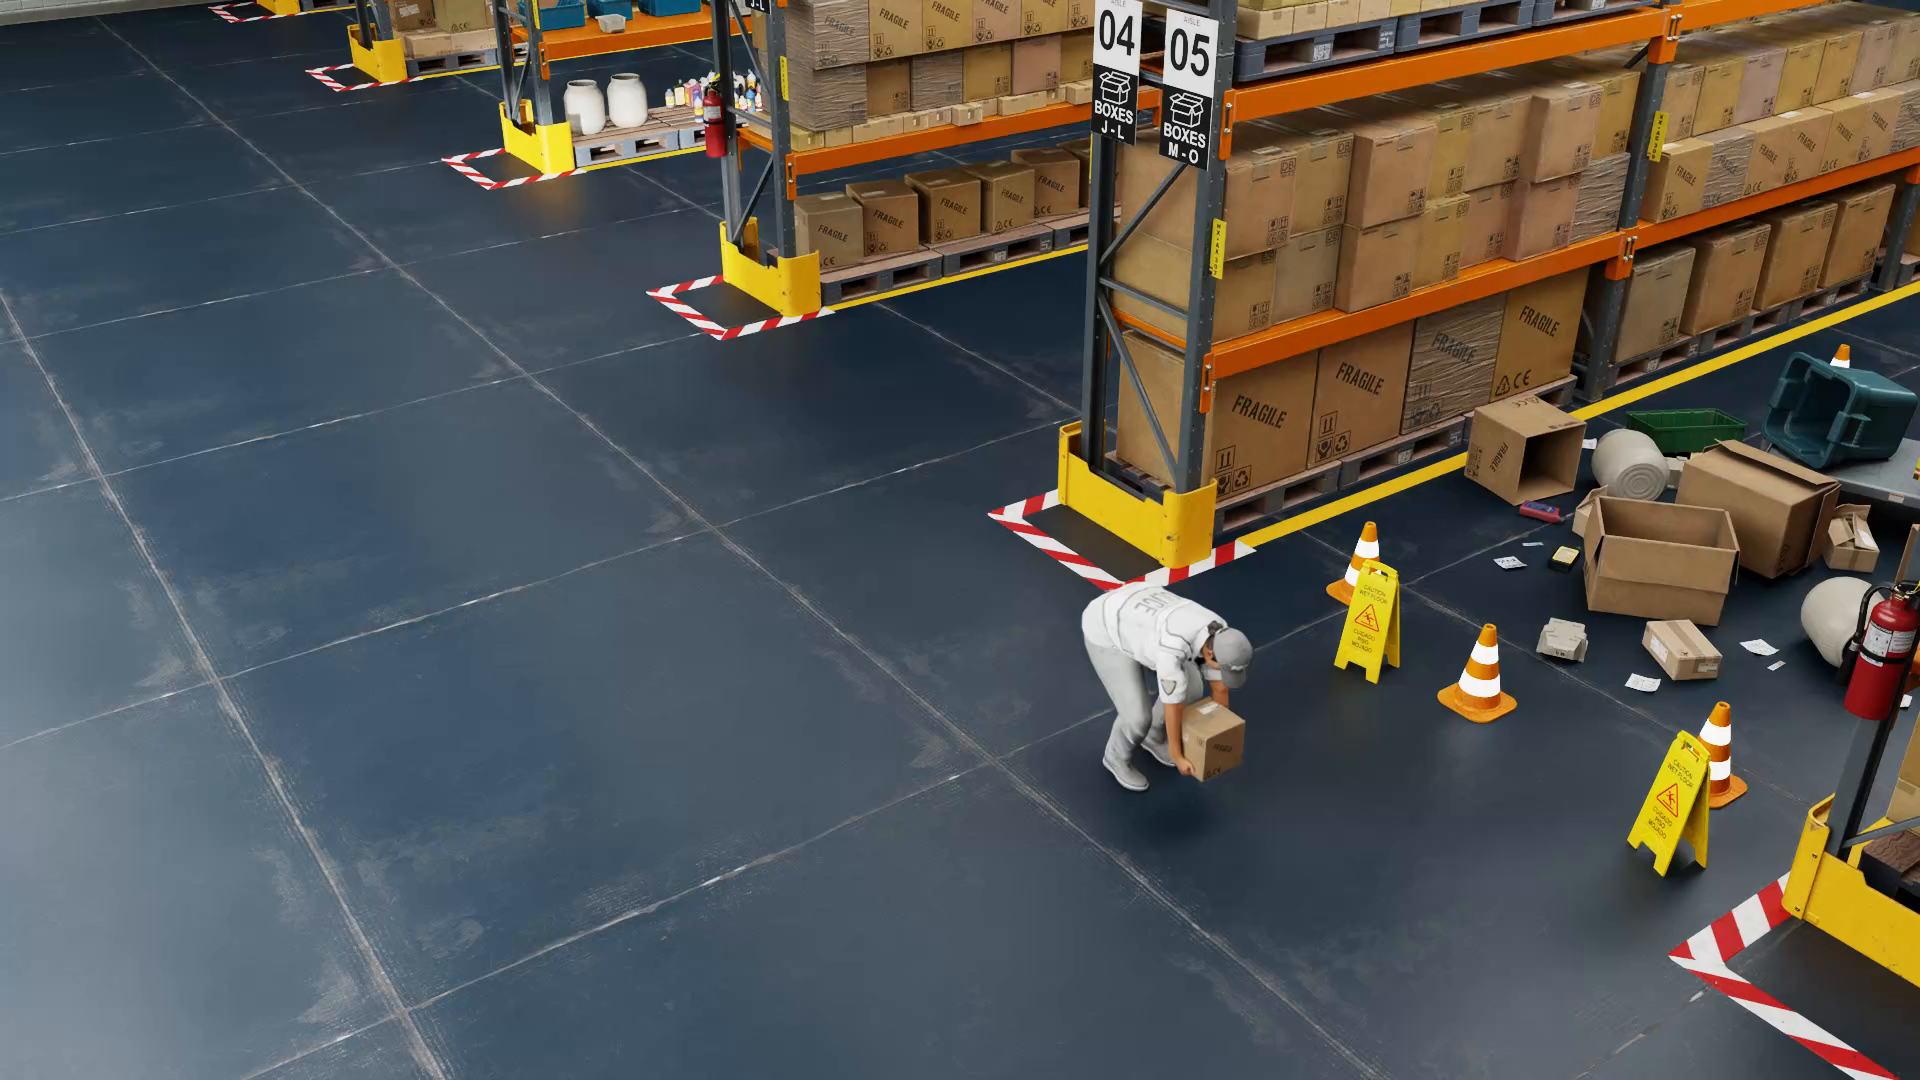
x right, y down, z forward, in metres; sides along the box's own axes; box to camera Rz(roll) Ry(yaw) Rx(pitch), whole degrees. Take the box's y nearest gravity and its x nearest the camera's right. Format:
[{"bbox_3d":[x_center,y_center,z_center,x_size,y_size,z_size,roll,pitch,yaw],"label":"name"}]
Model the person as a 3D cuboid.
[{"bbox_3d":[0.990,0.725,7.965,0.504,1.032,0.937,-21,35,-33],"label":"person"}]
